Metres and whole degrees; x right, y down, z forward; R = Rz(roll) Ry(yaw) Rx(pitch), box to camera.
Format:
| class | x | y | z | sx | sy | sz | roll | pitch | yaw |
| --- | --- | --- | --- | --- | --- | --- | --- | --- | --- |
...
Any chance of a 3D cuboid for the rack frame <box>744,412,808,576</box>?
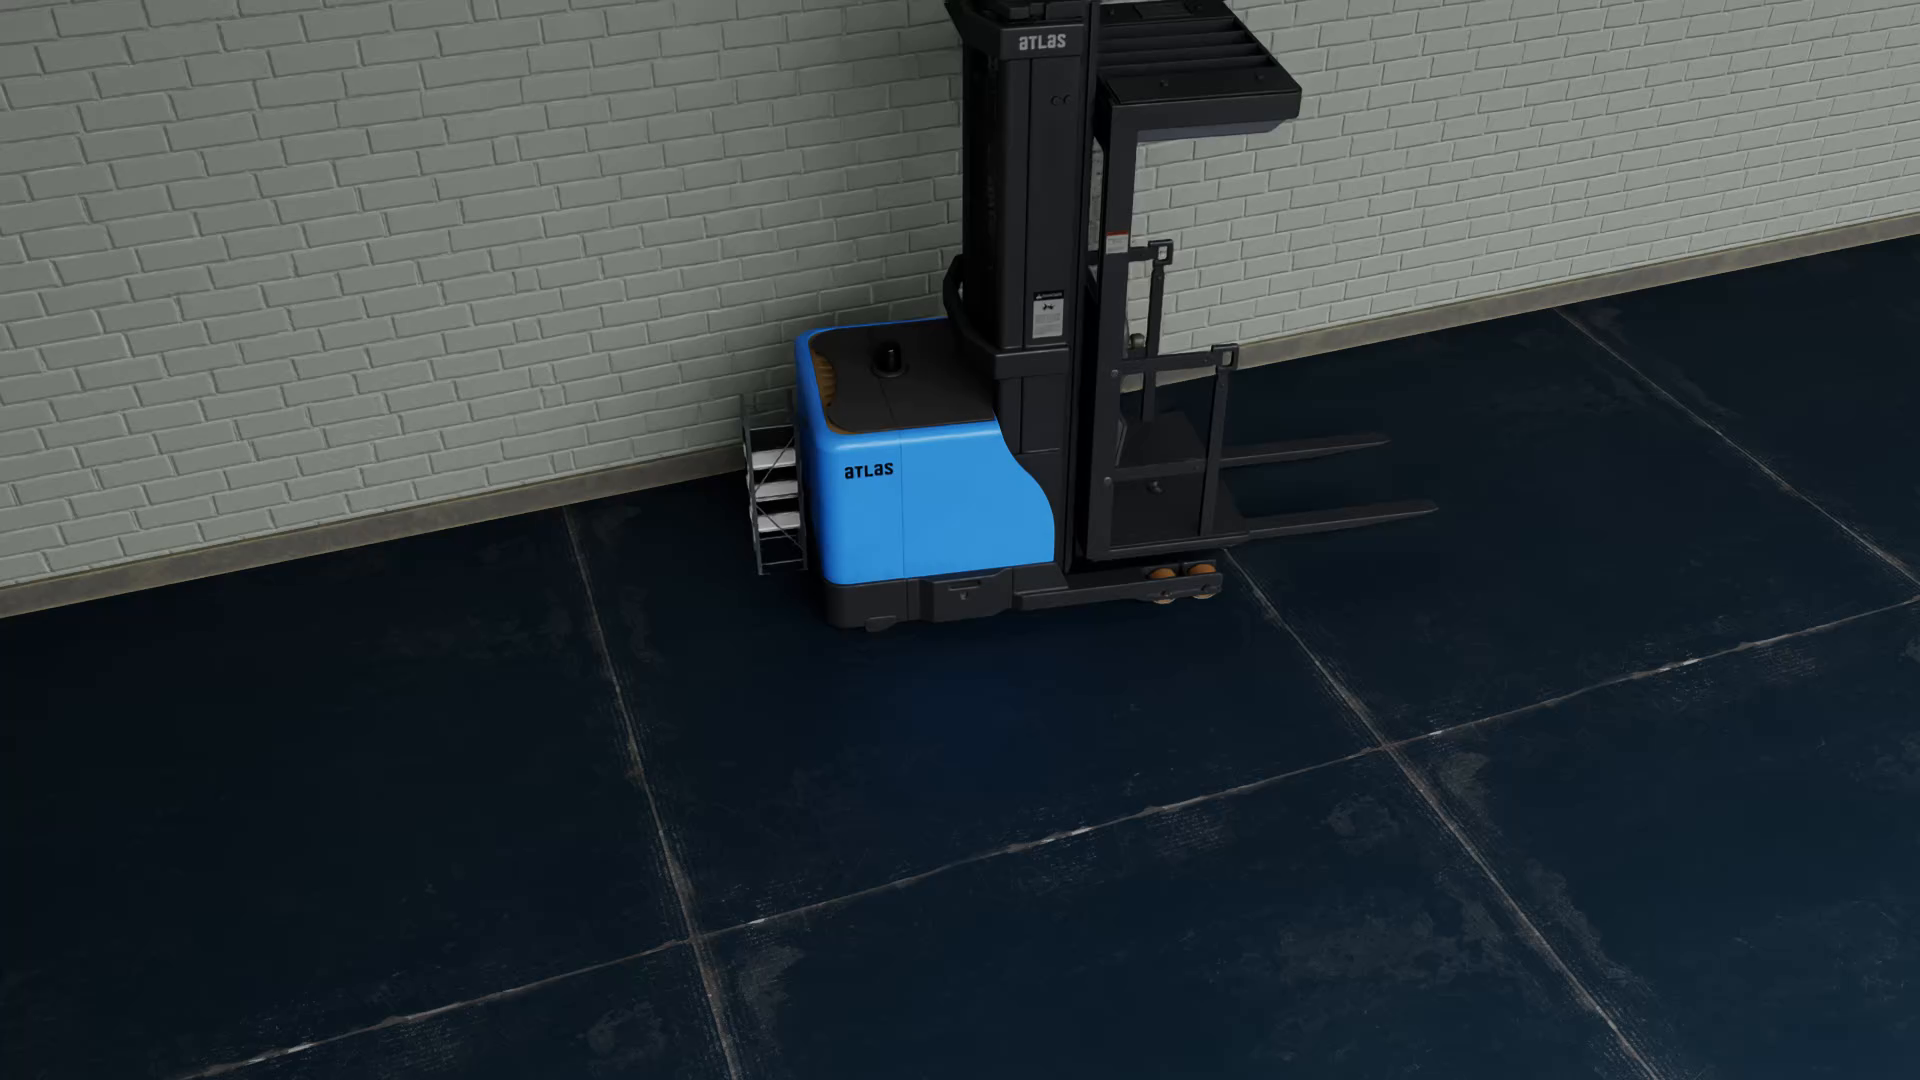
| class | x | y | z | sx | sy | sz | roll | pitch | yaw |
| --- | --- | --- | --- | --- | --- | --- | --- | --- | --- |
| rack frame | -0.854 | -0.203 | 7.772 | 0.240 | 0.900 | 0.006 | -7 | 38 | -9 |

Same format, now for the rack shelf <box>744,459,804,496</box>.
| class | x | y | z | sx | sy | sz | roll | pitch | yaw |
| --- | --- | --- | --- | --- | --- | --- | --- | --- | --- |
| rack shelf | -0.875 | -0.308 | 7.817 | 0.258 | 0.077 | 0.200 | -7 | 38 | -9 |

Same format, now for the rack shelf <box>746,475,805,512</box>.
| class | x | y | z | sx | sy | sz | roll | pitch | yaw |
| --- | --- | --- | --- | --- | --- | --- | --- | --- | --- |
| rack shelf | -0.875 | -0.236 | 7.871 | 0.258 | 0.077 | 0.200 | -7 | 38 | -9 |

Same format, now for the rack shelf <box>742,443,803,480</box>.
| class | x | y | z | sx | sy | sz | roll | pitch | yaw |
| --- | --- | --- | --- | --- | --- | --- | --- | --- | --- |
| rack shelf | -0.875 | -0.380 | 7.763 | 0.258 | 0.077 | 0.200 | -7 | 38 | -9 |

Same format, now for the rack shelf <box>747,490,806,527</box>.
| class | x | y | z | sx | sy | sz | roll | pitch | yaw |
| --- | --- | --- | --- | --- | --- | --- | --- | --- | --- |
| rack shelf | -0.875 | -0.164 | 7.925 | 0.258 | 0.077 | 0.200 | -7 | 38 | -9 |

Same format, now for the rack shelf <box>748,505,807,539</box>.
| class | x | y | z | sx | sy | sz | roll | pitch | yaw |
| --- | --- | --- | --- | --- | --- | --- | --- | --- | --- |
| rack shelf | -0.875 | -0.092 | 7.979 | 0.258 | 0.077 | 0.200 | -7 | 38 | -9 |

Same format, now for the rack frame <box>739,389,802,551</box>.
| class | x | y | z | sx | sy | sz | roll | pitch | yaw |
| --- | --- | --- | --- | --- | --- | --- | --- | --- | --- |
| rack frame | -0.896 | -0.323 | 7.931 | 0.240 | 0.900 | 0.006 | -7 | 38 | -9 |

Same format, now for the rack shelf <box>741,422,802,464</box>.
| class | x | y | z | sx | sy | sz | roll | pitch | yaw |
| --- | --- | --- | --- | --- | --- | --- | --- | --- | --- |
| rack shelf | -0.875 | -0.452 | 7.709 | 0.258 | 0.077 | 0.200 | -7 | 38 | -9 |

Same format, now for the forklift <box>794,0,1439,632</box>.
| class | x | y | z | sx | sy | sz | roll | pitch | yaw |
| --- | --- | --- | --- | --- | --- | --- | --- | --- | --- |
| forklift | 0.781 | -1.177 | 7.376 | 3.031 | 2.935 | 1.130 | -6 | 37 | -8 |

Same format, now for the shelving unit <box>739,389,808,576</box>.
| class | x | y | z | sx | sy | sz | roll | pitch | yaw |
| --- | --- | --- | --- | --- | --- | --- | --- | --- | --- |
| shelving unit | -0.875 | -0.263 | 7.851 | 0.258 | 0.900 | 0.210 | -7 | 38 | -9 |
